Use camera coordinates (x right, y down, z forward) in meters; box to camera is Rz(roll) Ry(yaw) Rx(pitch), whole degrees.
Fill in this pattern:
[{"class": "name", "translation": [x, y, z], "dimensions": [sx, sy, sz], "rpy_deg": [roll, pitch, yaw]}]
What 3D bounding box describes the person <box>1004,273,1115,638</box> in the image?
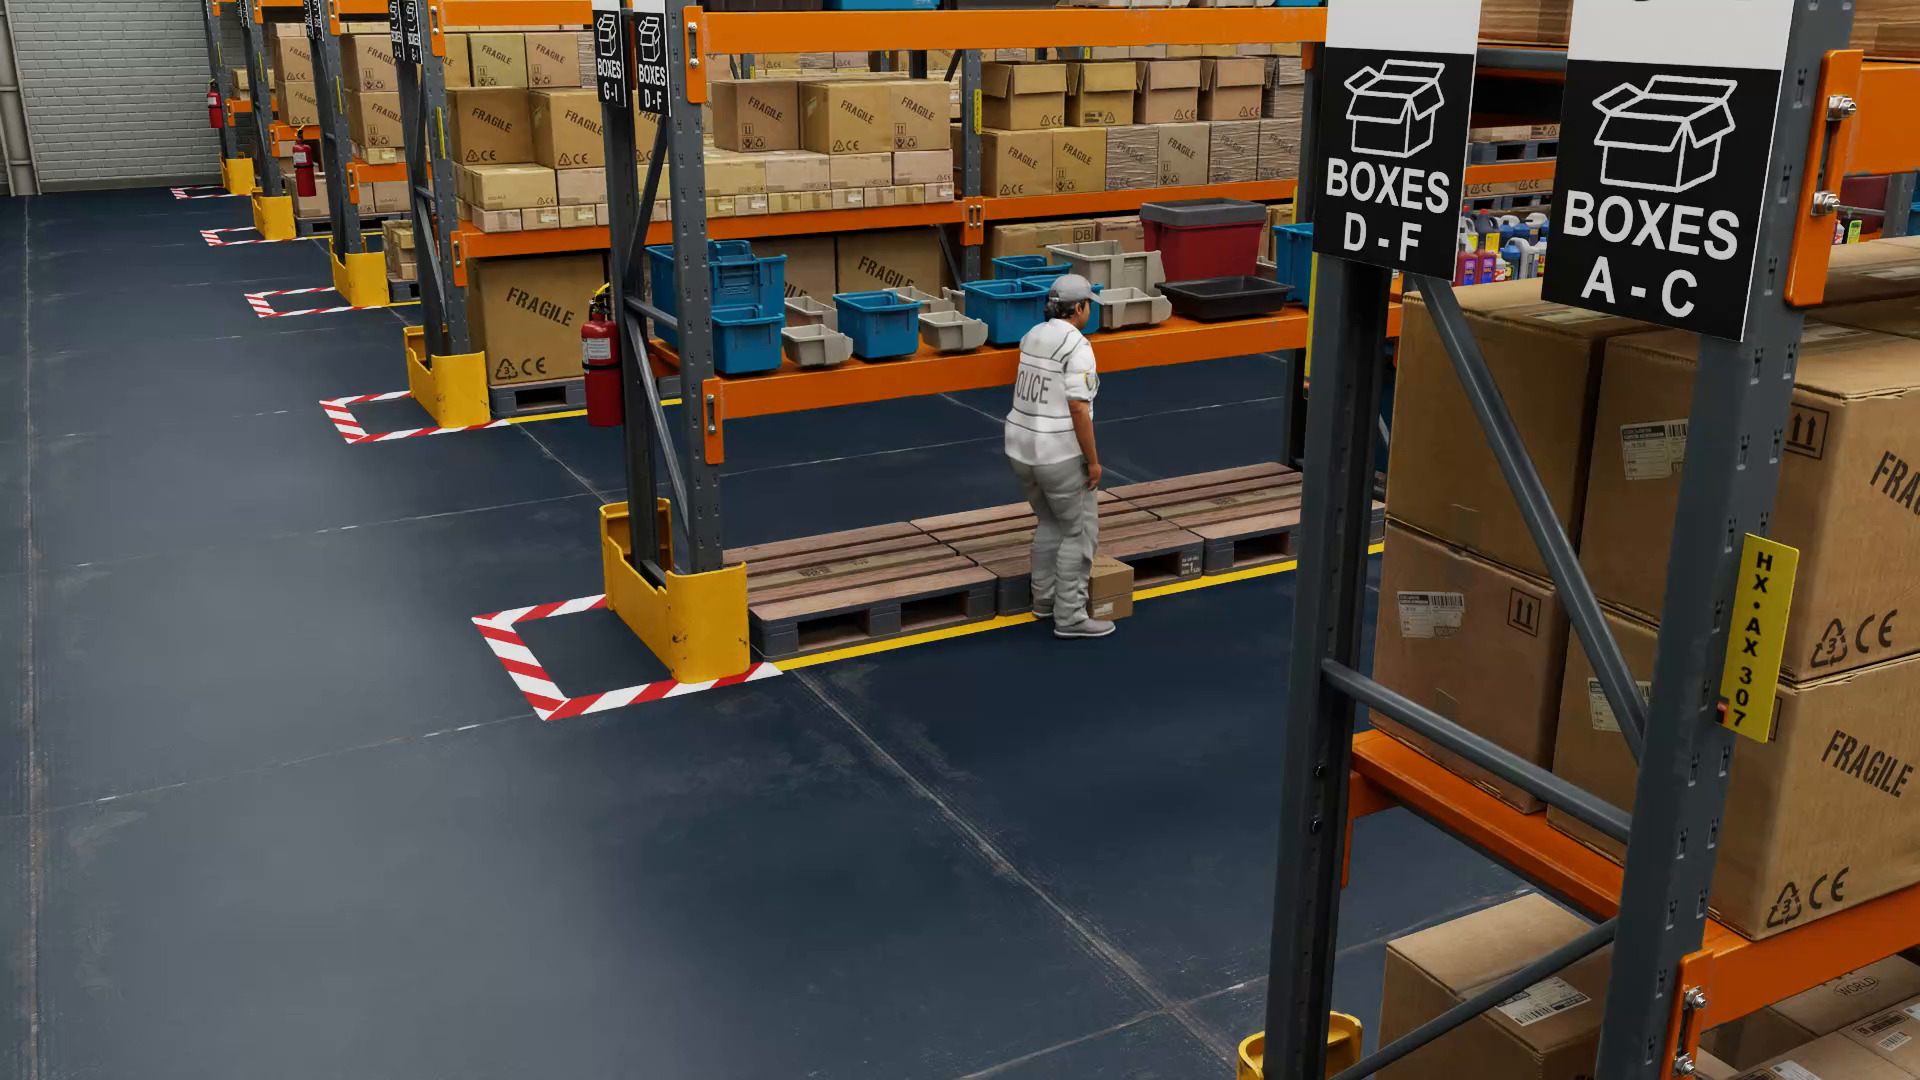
[{"class": "person", "translation": [0.475, -0.395, 7.724], "dimensions": [0.470, 1.666, 0.563], "rpy_deg": [-12, 22, -31]}]
